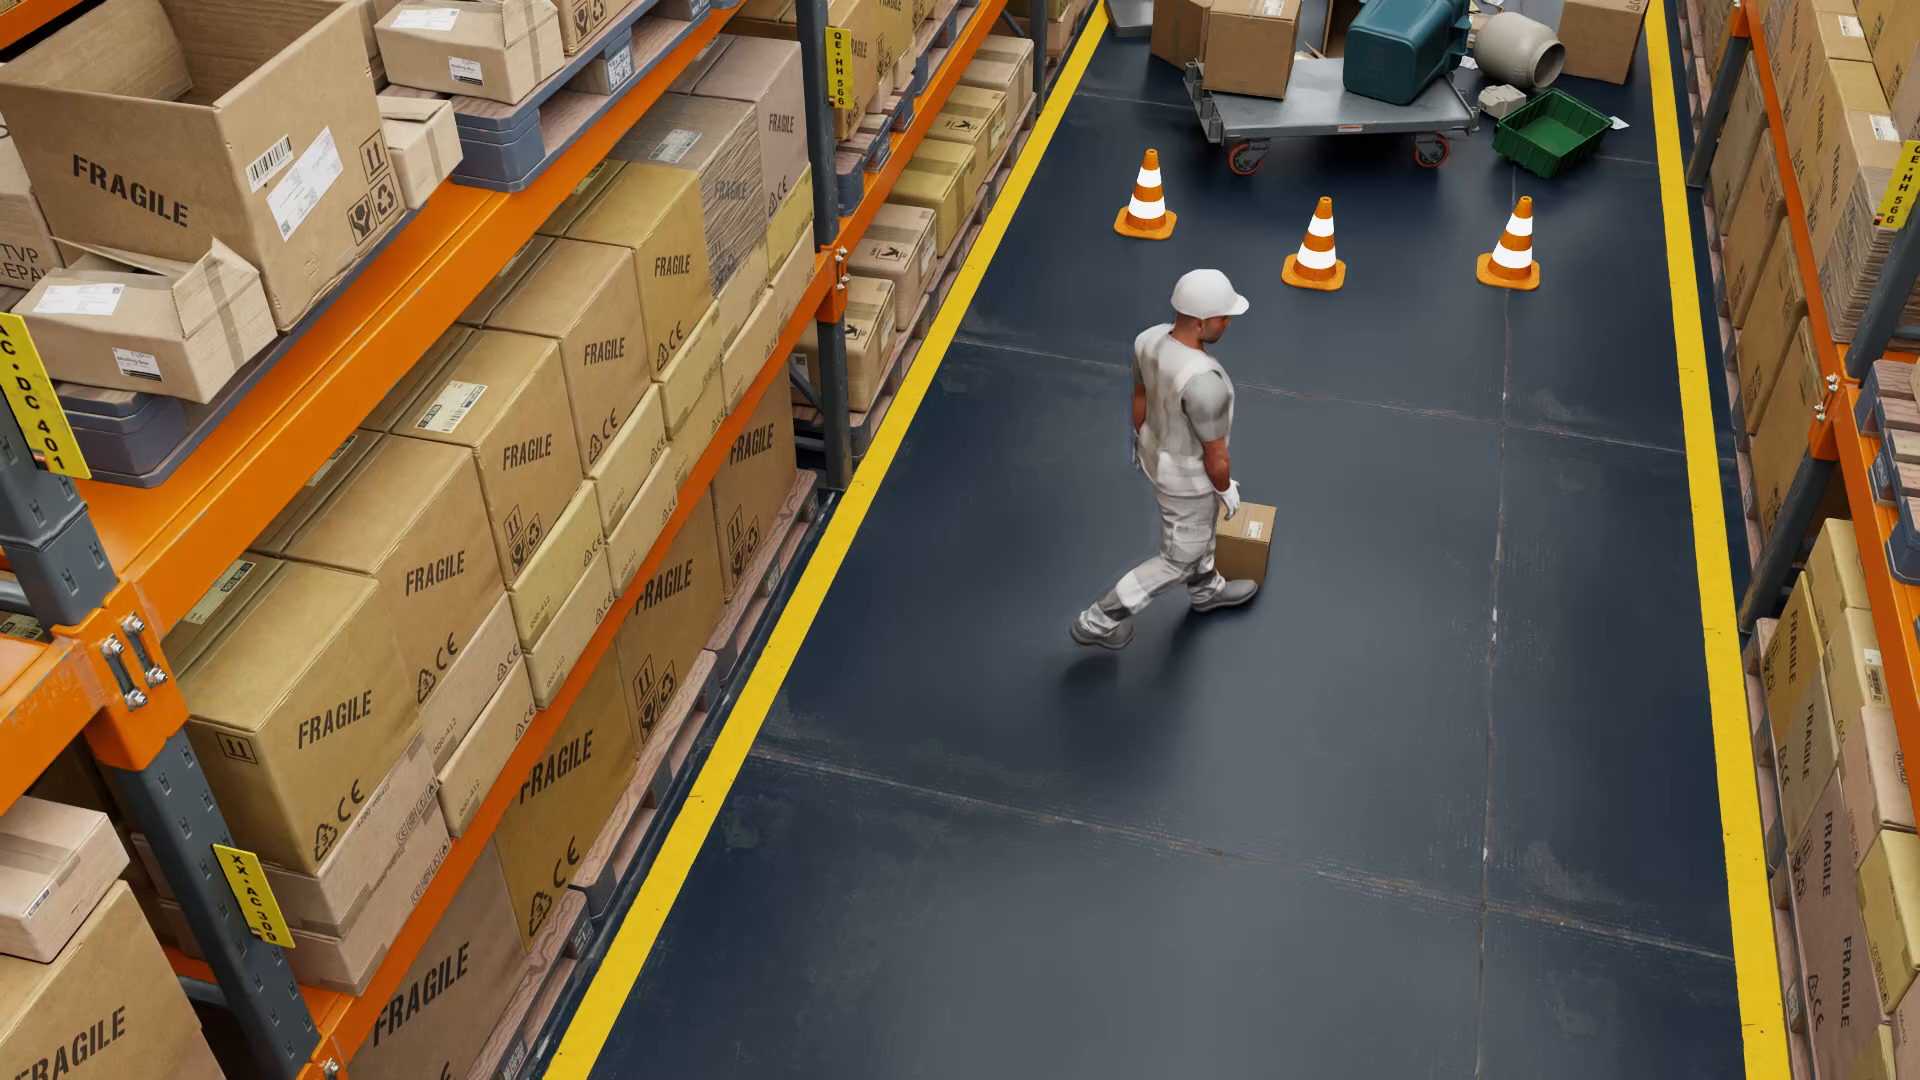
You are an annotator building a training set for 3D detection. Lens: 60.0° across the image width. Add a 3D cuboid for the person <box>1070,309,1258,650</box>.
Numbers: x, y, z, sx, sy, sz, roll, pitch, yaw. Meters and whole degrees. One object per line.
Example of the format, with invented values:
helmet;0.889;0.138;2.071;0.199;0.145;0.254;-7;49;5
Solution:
person;15.191;-3.144;9.850;30.890;1.722;8.237;-10;42;-12
